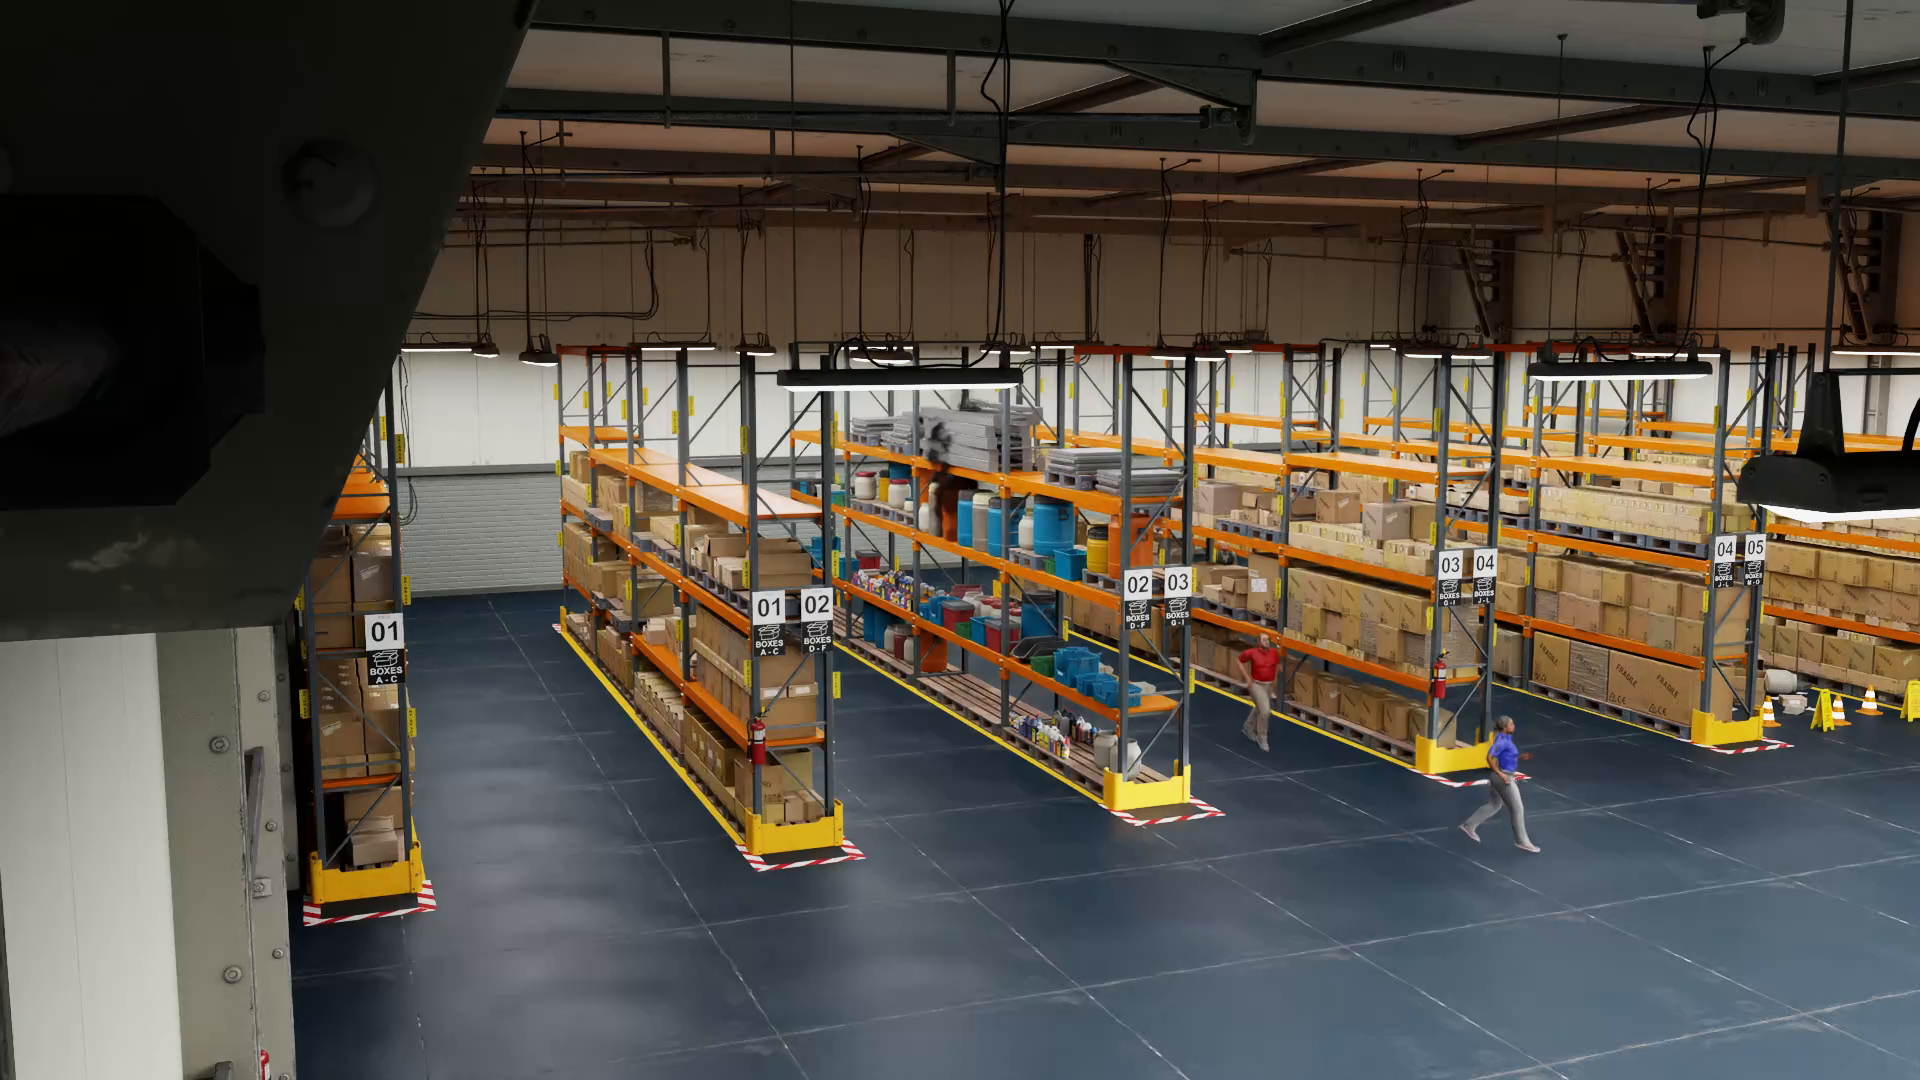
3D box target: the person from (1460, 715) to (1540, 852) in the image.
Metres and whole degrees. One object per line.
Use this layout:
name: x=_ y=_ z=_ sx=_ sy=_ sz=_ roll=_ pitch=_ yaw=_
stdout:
person: x=6.579 y=2.942 z=20.175 sx=0.935 sy=1.641 sz=0.573 roll=1 pitch=7 yaw=9

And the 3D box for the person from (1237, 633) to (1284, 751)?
person: x=4.600 y=2.293 z=25.301 sx=0.626 sy=1.809 sz=0.785 roll=-4 pitch=8 yaw=-31

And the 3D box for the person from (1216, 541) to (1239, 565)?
person: x=5.771 y=0.876 z=36.323 sx=0.632 sy=1.782 sz=0.804 roll=-2 pitch=8 yaw=-16

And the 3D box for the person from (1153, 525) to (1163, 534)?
person: x=4.797 y=0.366 z=40.521 sx=0.640 sy=1.726 sz=0.704 roll=4 pitch=8 yaw=30
